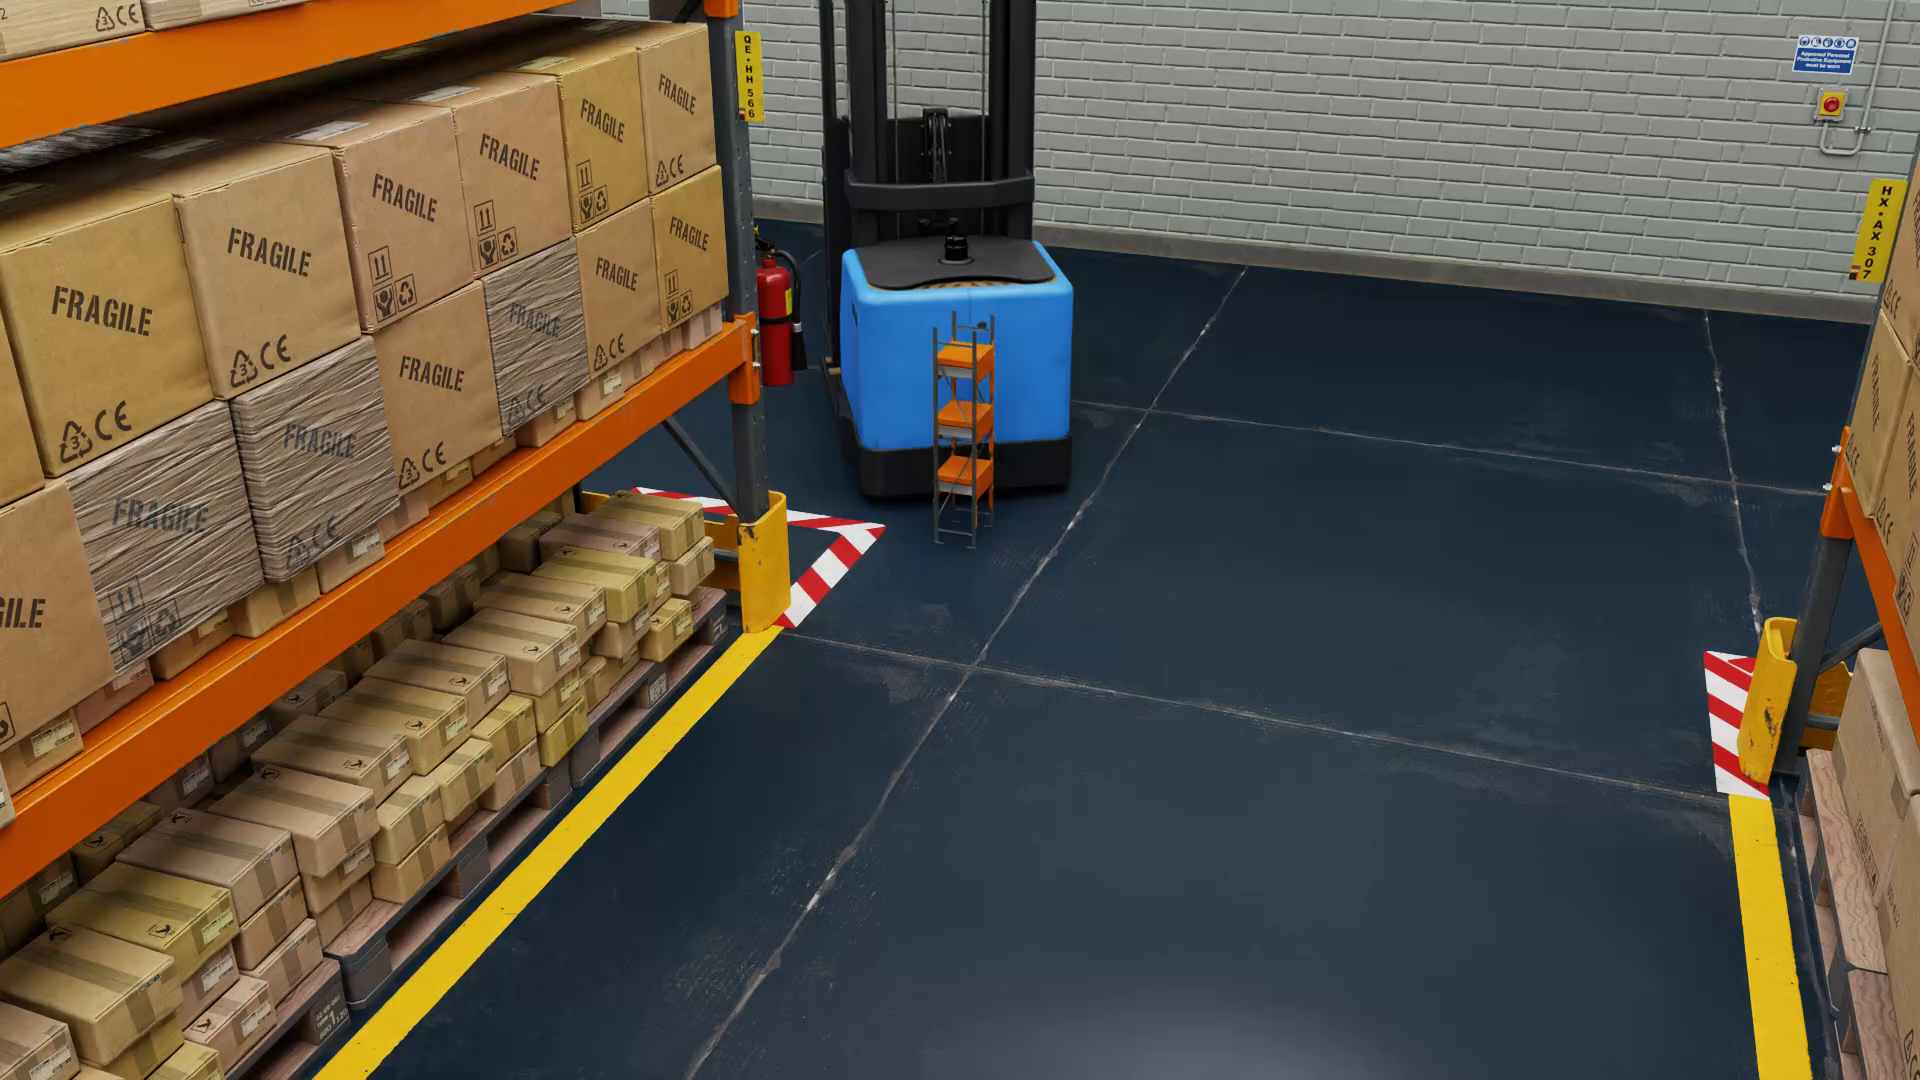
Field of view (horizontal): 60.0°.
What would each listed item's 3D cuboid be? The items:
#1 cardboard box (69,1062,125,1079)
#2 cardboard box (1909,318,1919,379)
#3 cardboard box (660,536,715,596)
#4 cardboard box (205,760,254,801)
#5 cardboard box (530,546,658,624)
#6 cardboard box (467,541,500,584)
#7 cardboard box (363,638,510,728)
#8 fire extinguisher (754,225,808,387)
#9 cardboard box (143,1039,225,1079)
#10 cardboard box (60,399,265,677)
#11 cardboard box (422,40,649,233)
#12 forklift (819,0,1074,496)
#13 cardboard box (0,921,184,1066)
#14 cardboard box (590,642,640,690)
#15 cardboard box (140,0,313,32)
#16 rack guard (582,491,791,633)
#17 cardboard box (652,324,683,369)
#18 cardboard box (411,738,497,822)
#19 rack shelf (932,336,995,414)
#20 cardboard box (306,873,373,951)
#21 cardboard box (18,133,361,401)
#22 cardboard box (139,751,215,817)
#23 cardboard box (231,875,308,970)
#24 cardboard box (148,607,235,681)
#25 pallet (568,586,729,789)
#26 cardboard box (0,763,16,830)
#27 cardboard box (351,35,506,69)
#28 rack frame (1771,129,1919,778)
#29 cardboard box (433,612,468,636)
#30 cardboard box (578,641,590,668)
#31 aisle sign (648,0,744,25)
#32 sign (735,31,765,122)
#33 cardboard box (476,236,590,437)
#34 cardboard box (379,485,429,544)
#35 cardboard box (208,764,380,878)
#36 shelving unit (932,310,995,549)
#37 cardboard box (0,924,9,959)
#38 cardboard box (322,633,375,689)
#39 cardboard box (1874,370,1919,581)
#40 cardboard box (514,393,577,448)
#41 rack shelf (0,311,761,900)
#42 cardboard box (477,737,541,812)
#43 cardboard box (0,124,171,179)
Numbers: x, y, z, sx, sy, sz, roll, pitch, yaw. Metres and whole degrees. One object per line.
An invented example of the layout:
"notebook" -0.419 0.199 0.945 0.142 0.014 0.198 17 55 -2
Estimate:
"cardboard box" -2.203 1.362 3.942 0.380 0.149 0.250 10 28 20
"cardboard box" 2.813 -0.589 4.261 0.500 0.500 0.500 8 27 16
"cardboard box" -1.201 0.079 6.592 0.380 0.149 0.250 8 27 16
"cardboard box" -2.319 0.760 5.186 0.380 0.149 0.250 7 27 15
"cardboard box" -1.336 0.161 6.082 0.380 0.149 0.250 8 27 16
"cardboard box" -1.972 0.069 6.272 0.380 0.149 0.250 9 27 17
"cardboard box" -1.711 0.469 5.446 0.380 0.149 0.250 8 27 16
"fire extinguisher" -0.776 -0.973 6.834 0.296 0.674 0.183 9 27 17
"cardboard box" -2.113 1.386 4.234 0.380 0.149 0.250 10 27 19
"cardboard box" -2.065 -0.046 3.946 0.500 0.500 0.500 9 27 17
"cardboard box" -1.381 -1.336 5.463 0.500 0.500 0.500 8 27 16
"forklift" -0.201 -2.145 8.817 1.130 2.935 3.031 -4 26 -9
"cardboard box" -2.168 1.115 4.112 0.380 0.149 0.250 10 28 20
"cardboard box" -1.432 0.418 6.234 0.380 0.149 0.250 9 27 17
"cardboard box" -1.873 -1.348 3.823 0.500 0.250 0.500 10 28 20
"rack guard" -1.320 0.017 7.141 1.175 0.500 0.348 9 27 17
"cardboard box" -1.255 -0.754 6.154 0.380 0.149 0.250 9 27 17
"cardboard box" -1.701 0.728 5.253 0.380 0.149 0.250 9 27 18
"rack shelf" 0.018 -0.740 7.448 0.215 0.259 0.240 9 27 17
"cardboard box" -1.985 1.050 4.930 0.380 0.149 0.250 8 27 15
"cardboard box" -1.891 -0.692 4.134 0.500 0.500 0.500 9 27 18
"cardboard box" -2.466 0.713 4.942 0.380 0.149 0.250 7 27 15
"cardboard box" -2.064 1.029 4.630 0.380 0.149 0.250 7 27 15
"cardboard box" -2.072 0.204 4.175 0.380 0.149 0.250 8 27 15
"pallet" -1.624 0.476 6.525 1.003 0.211 1.213 9 27 17
"cardboard box" -2.223 0.549 3.463 0.380 0.149 0.250 10 28 19
"cardboard box" -1.856 -1.414 5.624 0.500 0.500 0.500 10 27 19
"rack frame" 3.407 -0.463 5.264 1.000 3.000 0.127 9 27 17
"cardboard box" -2.041 0.307 6.123 0.380 0.149 0.250 10 27 19
"cardboard box" -1.559 0.389 5.953 0.380 0.149 0.250 8 27 17
"aisle sign" -0.987 -2.296 6.066 0.394 0.787 0.004 9 27 17
"sign" -0.778 -1.714 6.156 0.100 0.325 0.005 9 27 17
"cardboard box" -1.537 -0.675 5.247 0.500 0.500 0.500 9 27 18
"cardboard box" -1.785 -0.116 4.837 0.380 0.149 0.250 10 28 19
"cardboard box" -1.903 0.801 4.761 0.380 0.149 0.250 9 27 19
"shelving unit" 0.018 -0.495 7.567 0.215 1.050 0.252 9 27 17
"cardboard box" -2.705 1.036 4.274 0.380 0.149 0.250 9 27 18
"cardboard box" -2.209 0.397 5.595 0.380 0.149 0.250 9 27 18
"cardboard box" 2.834 -0.140 4.483 0.500 0.500 0.500 8 27 17
"cardboard box" -1.502 -0.437 5.498 0.380 0.149 0.250 8 27 15
"rack shelf" -1.960 0.007 5.120 1.077 0.370 4.000 9 27 17
"cardboard box" -1.638 0.745 5.559 0.380 0.149 0.250 9 27 18
"cardboard box" -2.374 -0.778 4.312 0.500 0.500 0.500 9 27 19
